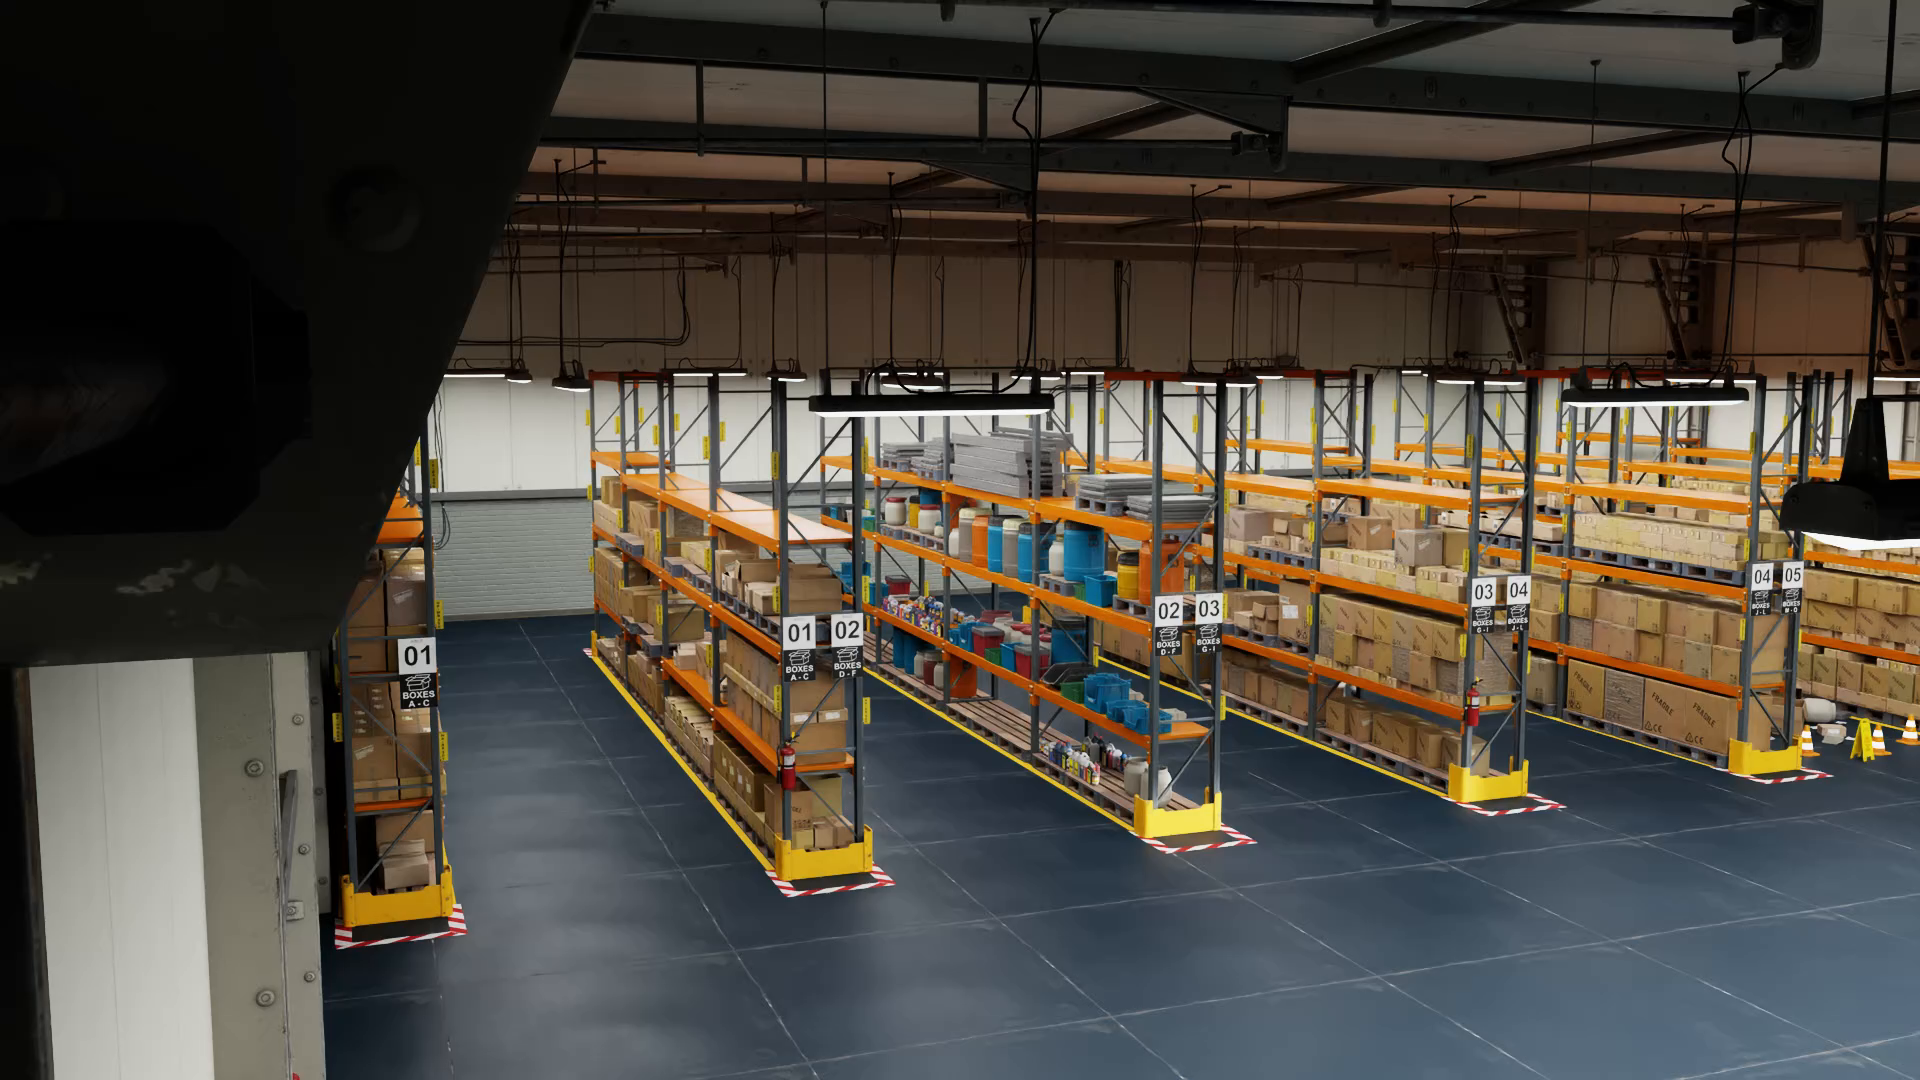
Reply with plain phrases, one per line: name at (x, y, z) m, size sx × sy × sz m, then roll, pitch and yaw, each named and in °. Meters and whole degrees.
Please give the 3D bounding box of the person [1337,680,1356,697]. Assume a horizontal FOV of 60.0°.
person at (7.033, 2.064, 30.355) m, size 0.575 × 1.790 × 0.530 m, roll -2°, pitch 7°, yaw -13°
